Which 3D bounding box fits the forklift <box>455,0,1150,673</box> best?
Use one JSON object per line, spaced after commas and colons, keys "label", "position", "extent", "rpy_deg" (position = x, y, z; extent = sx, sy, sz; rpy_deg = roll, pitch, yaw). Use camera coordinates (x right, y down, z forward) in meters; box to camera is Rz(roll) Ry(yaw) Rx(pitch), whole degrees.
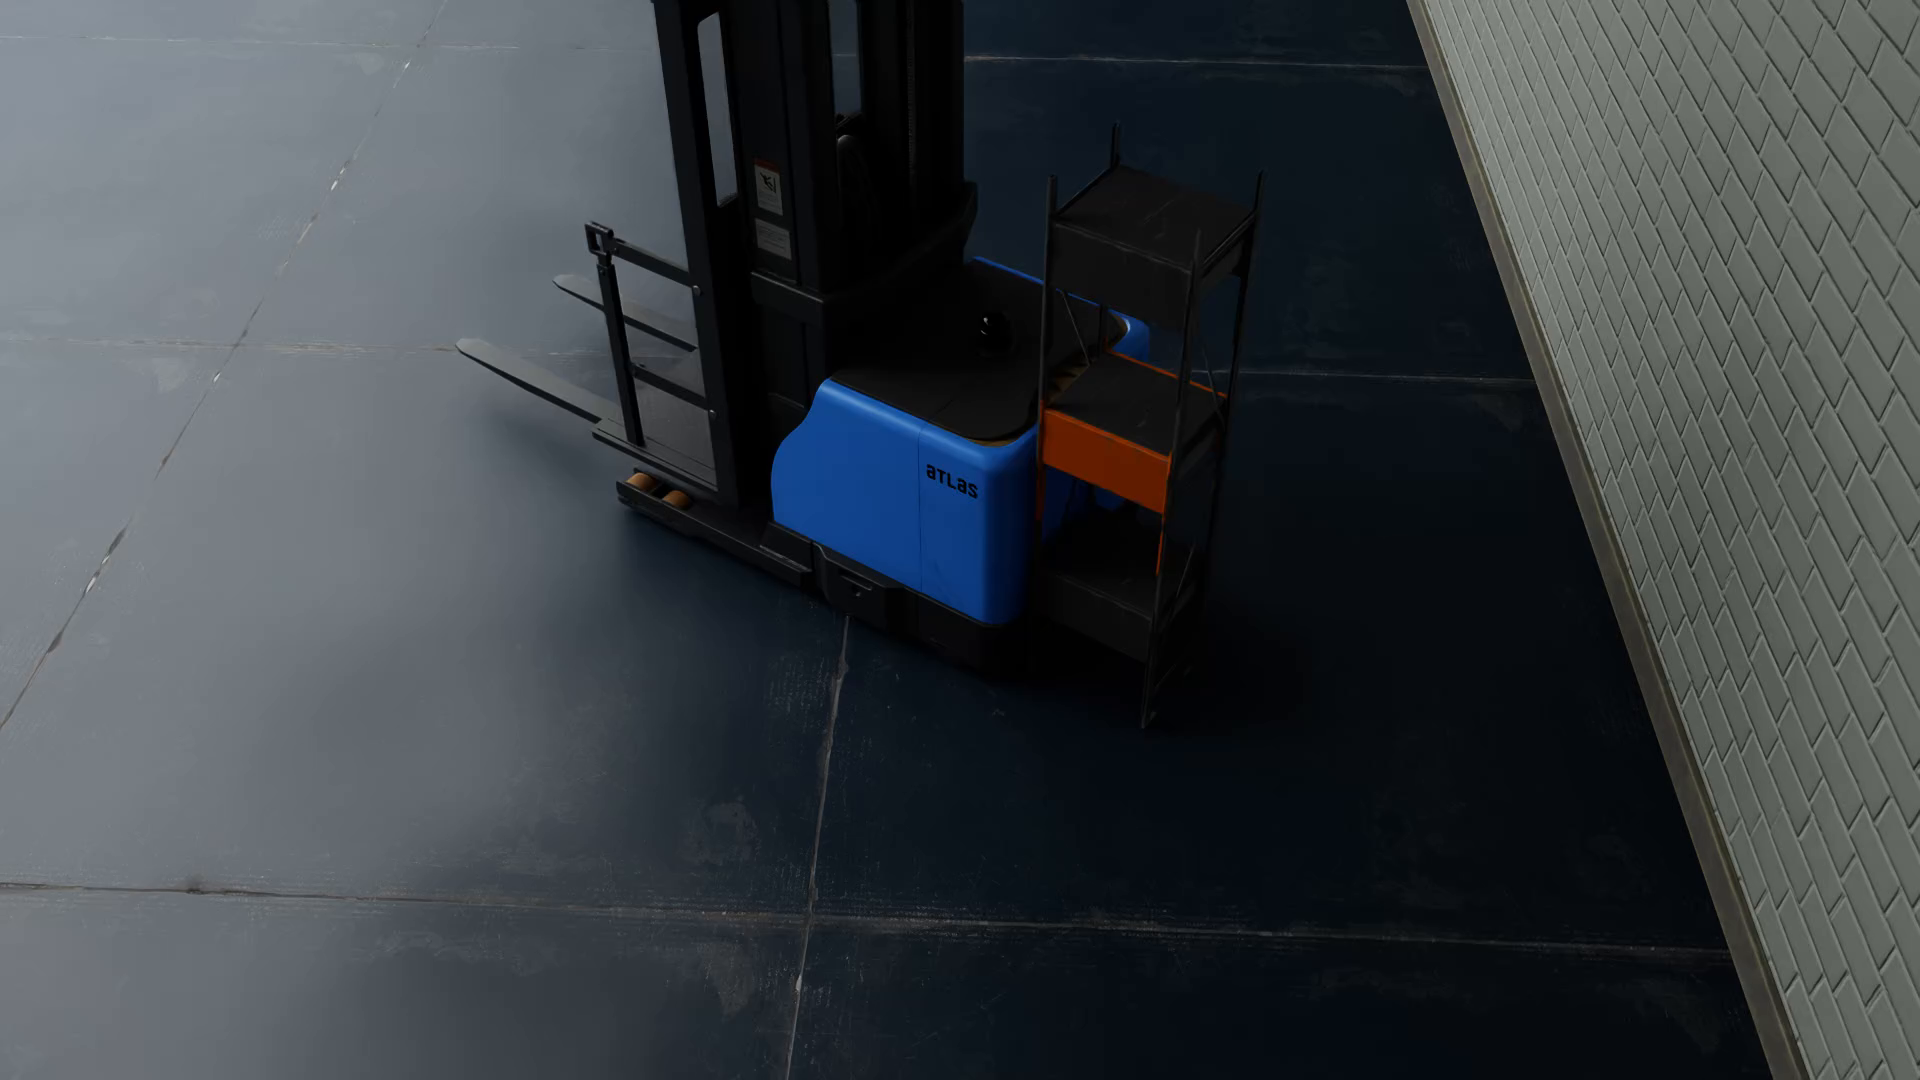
{"label": "forklift", "position": [-0.798, -1.379, 6.081], "extent": [3.031, 2.935, 1.130], "rpy_deg": [25, 48, 24]}

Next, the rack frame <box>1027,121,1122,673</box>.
{"label": "rack frame", "position": [0.371, -0.385, 5.623], "extent": [0.015, 2.100, 0.400], "rpy_deg": [25, 48, 24]}

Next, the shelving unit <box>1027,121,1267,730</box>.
{"label": "shelving unit", "position": [0.572, -0.291, 5.522], "extent": [0.503, 2.100, 0.431], "rpy_deg": [25, 48, 24]}

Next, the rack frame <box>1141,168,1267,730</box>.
{"label": "rack frame", "position": [0.774, -0.198, 5.422], "extent": [0.015, 2.100, 0.400], "rpy_deg": [25, 48, 24]}

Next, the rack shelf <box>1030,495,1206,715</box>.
{"label": "rack shelf", "position": [0.572, 0.231, 6.009], "extent": [0.480, 0.518, 0.431], "rpy_deg": [25, 48, 24]}

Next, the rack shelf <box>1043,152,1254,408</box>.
{"label": "rack shelf", "position": [0.572, -0.794, 5.055], "extent": [0.480, 0.518, 0.431], "rpy_deg": [25, 48, 24]}

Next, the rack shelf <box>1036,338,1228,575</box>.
{"label": "rack shelf", "position": [0.572, -0.281, 5.532], "extent": [0.480, 0.518, 0.431], "rpy_deg": [25, 48, 24]}
